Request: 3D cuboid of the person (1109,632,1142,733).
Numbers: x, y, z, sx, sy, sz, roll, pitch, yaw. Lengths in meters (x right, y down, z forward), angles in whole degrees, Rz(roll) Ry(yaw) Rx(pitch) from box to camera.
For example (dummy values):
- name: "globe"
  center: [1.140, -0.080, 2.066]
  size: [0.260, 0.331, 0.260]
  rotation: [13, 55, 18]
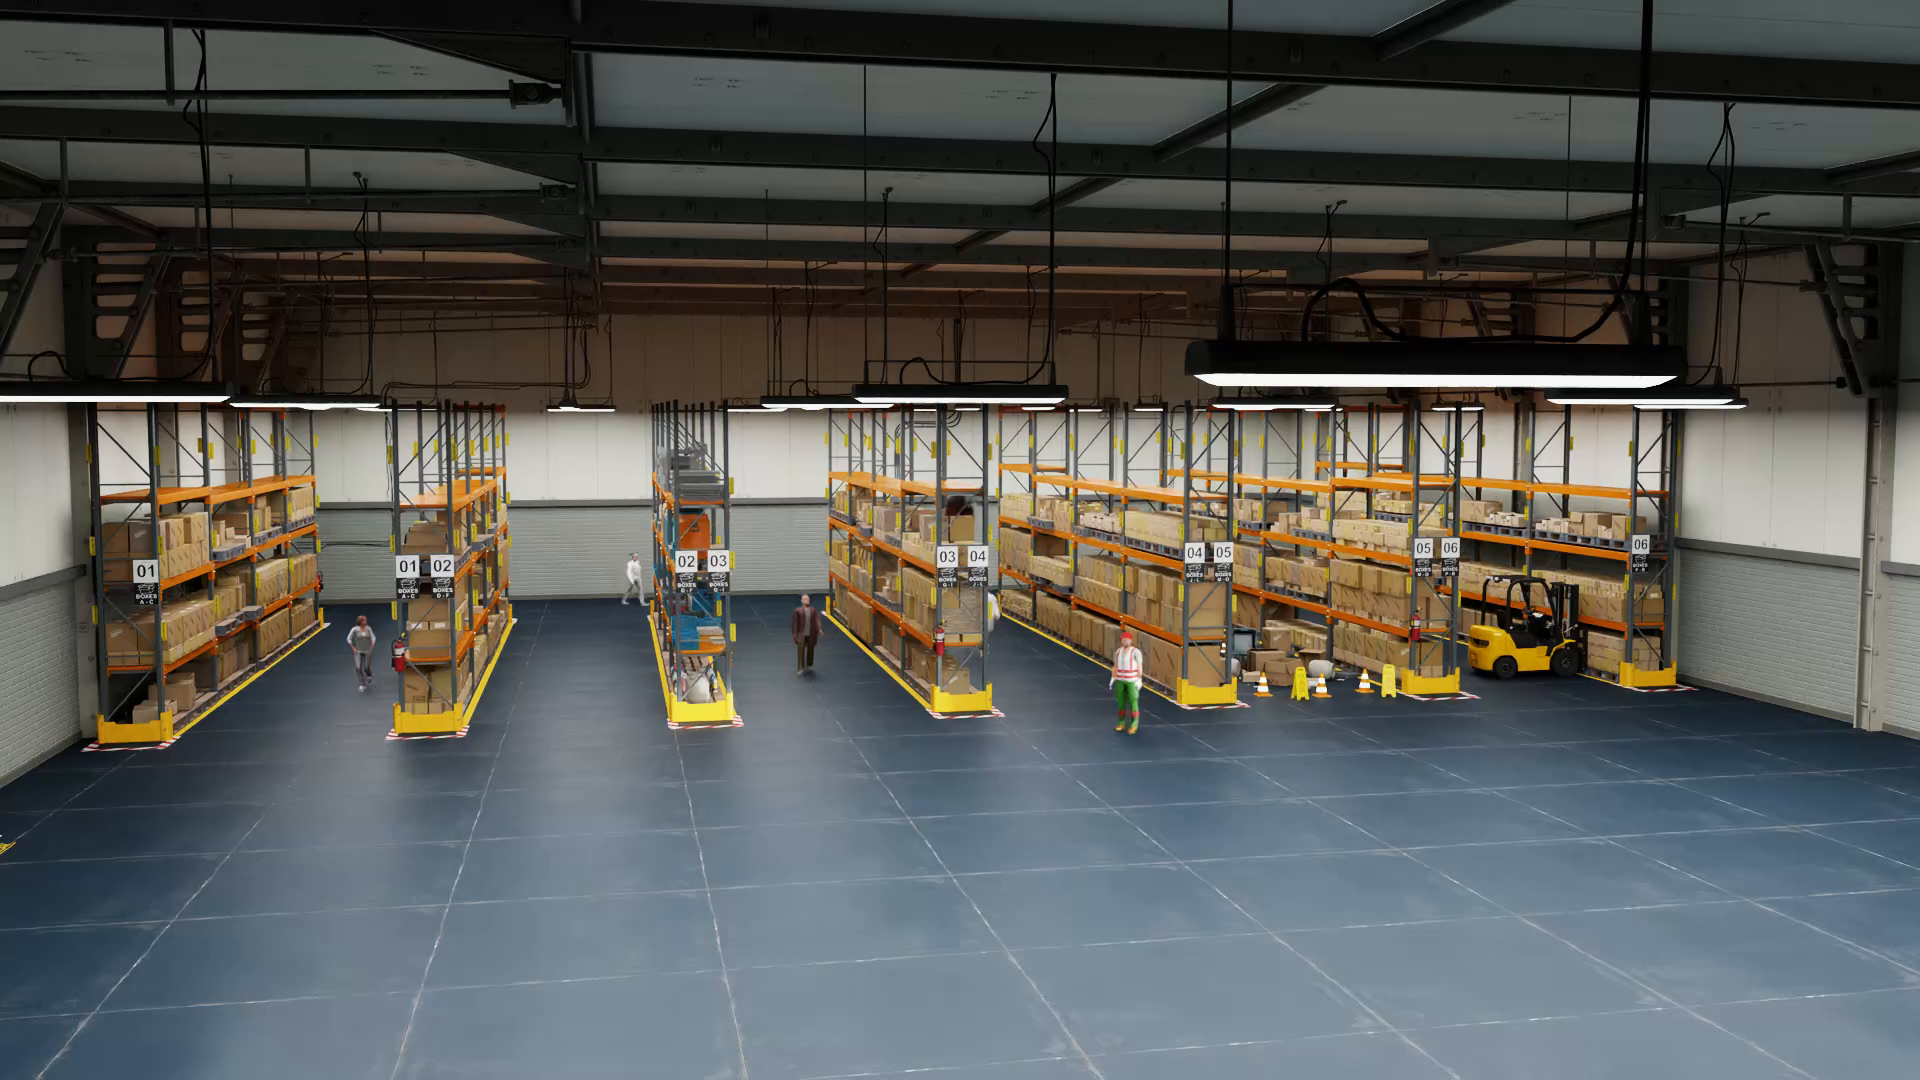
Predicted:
- name: "person"
  center: [2.981, 2.562, 30.062]
  size: [0.586, 1.808, 0.387]
  rotation: [3, 5, 34]

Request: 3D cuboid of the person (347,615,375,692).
- name: "person"
  center: [-12.463, 2.345, 34.635]
  size: [0.538, 1.590, 0.648]
  rotation: [-1, 4, -9]

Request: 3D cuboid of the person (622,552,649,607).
- name: "person"
  center: [-9.680, 1.169, 49.573]
  size: [1.015, 1.639, 0.551]
  rotation: [3, 5, 37]

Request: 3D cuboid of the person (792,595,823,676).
- name: "person"
  center: [-3.359, 2.115, 36.612]
  size: [0.700, 1.638, 1.094]
  rotation: [0, 4, -3]

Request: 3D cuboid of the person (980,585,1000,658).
- name: "person"
  center: [0.629, 1.889, 39.203]
  size: [0.596, 1.715, 1.108]
  rotation: [-1, 4, -12]
